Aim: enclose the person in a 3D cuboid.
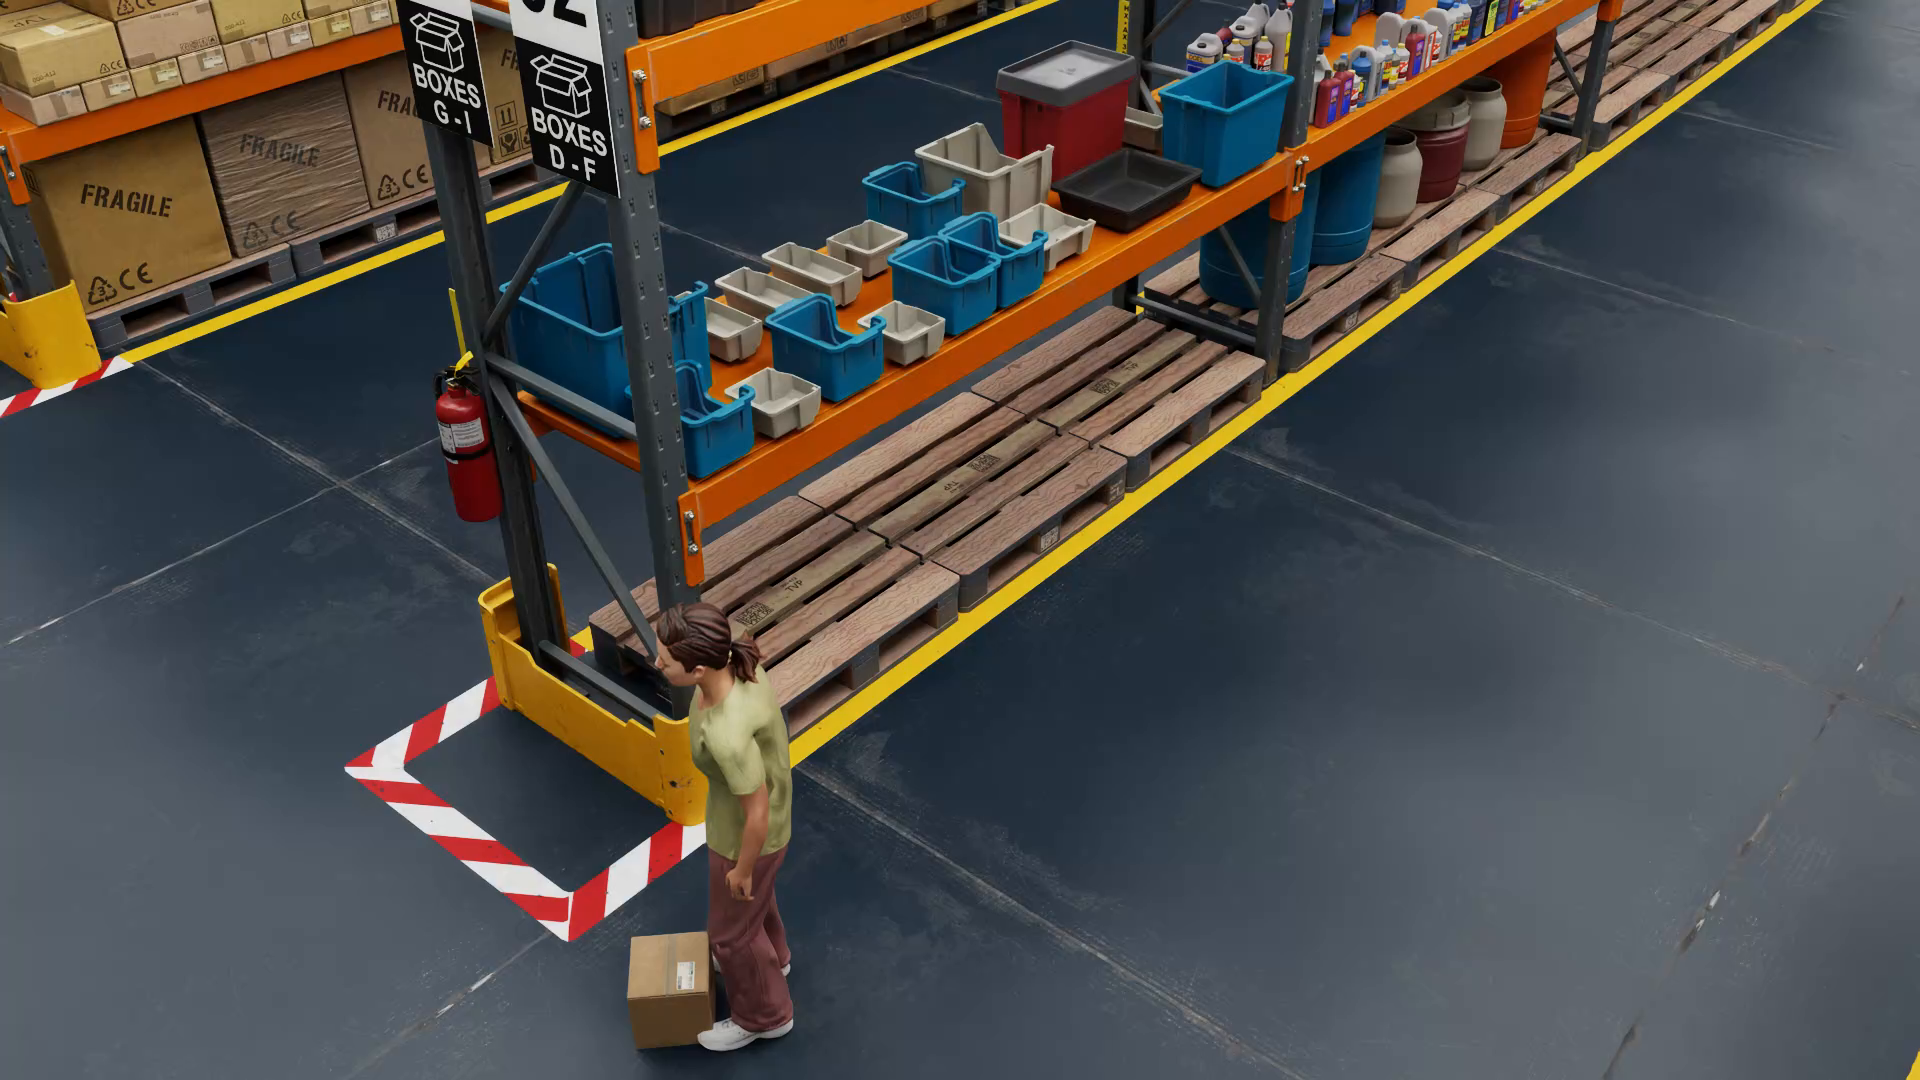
[{"bbox_3d":[-0.673,0.845,4.947,0.364,1.671,0.509,-5,35,-7],"label":"person"}]
